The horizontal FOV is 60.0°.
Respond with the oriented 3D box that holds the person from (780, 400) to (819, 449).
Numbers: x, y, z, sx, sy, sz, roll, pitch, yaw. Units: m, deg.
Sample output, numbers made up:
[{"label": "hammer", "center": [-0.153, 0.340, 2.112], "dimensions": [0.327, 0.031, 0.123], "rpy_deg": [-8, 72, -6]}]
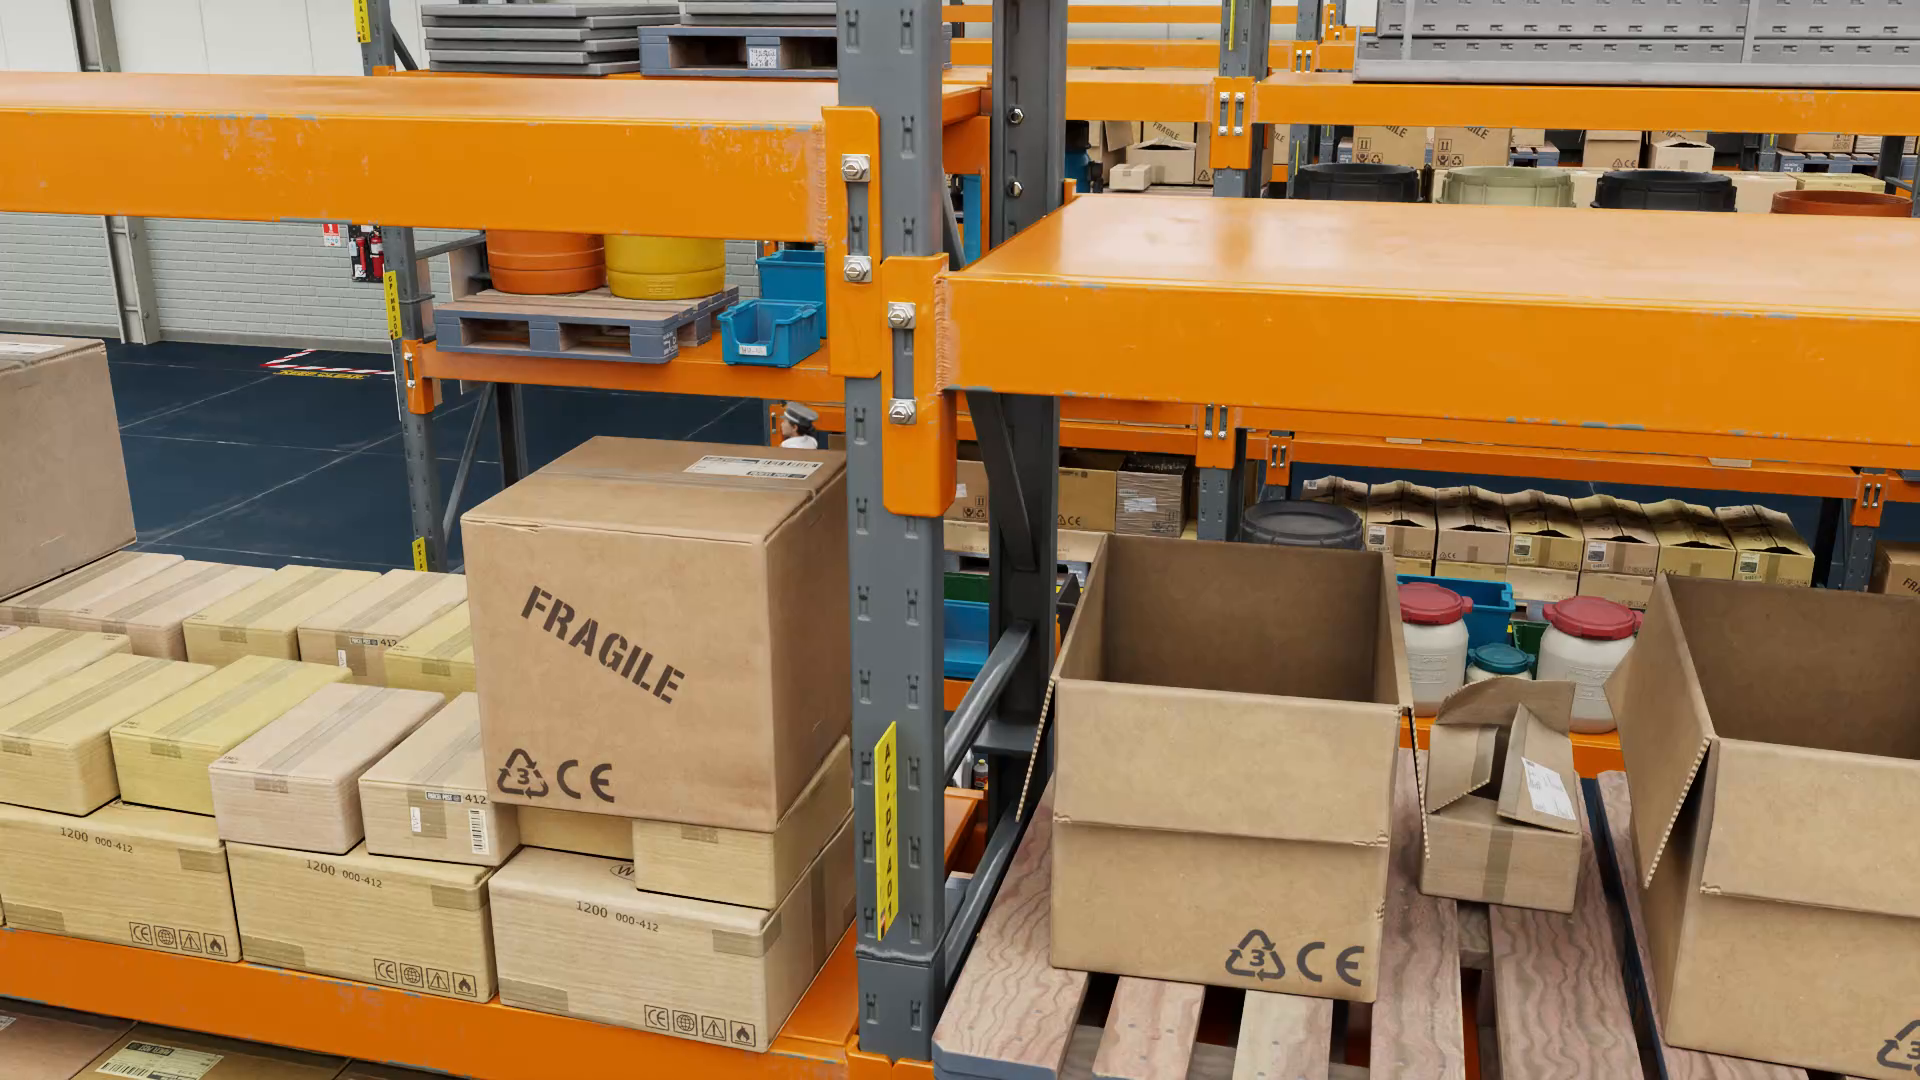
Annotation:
[{"label": "person", "center": [-1.274, -0.204, 12.123], "dimensions": [0.550, 1.690, 0.469], "rpy_deg": [5, 19, 13]}]
